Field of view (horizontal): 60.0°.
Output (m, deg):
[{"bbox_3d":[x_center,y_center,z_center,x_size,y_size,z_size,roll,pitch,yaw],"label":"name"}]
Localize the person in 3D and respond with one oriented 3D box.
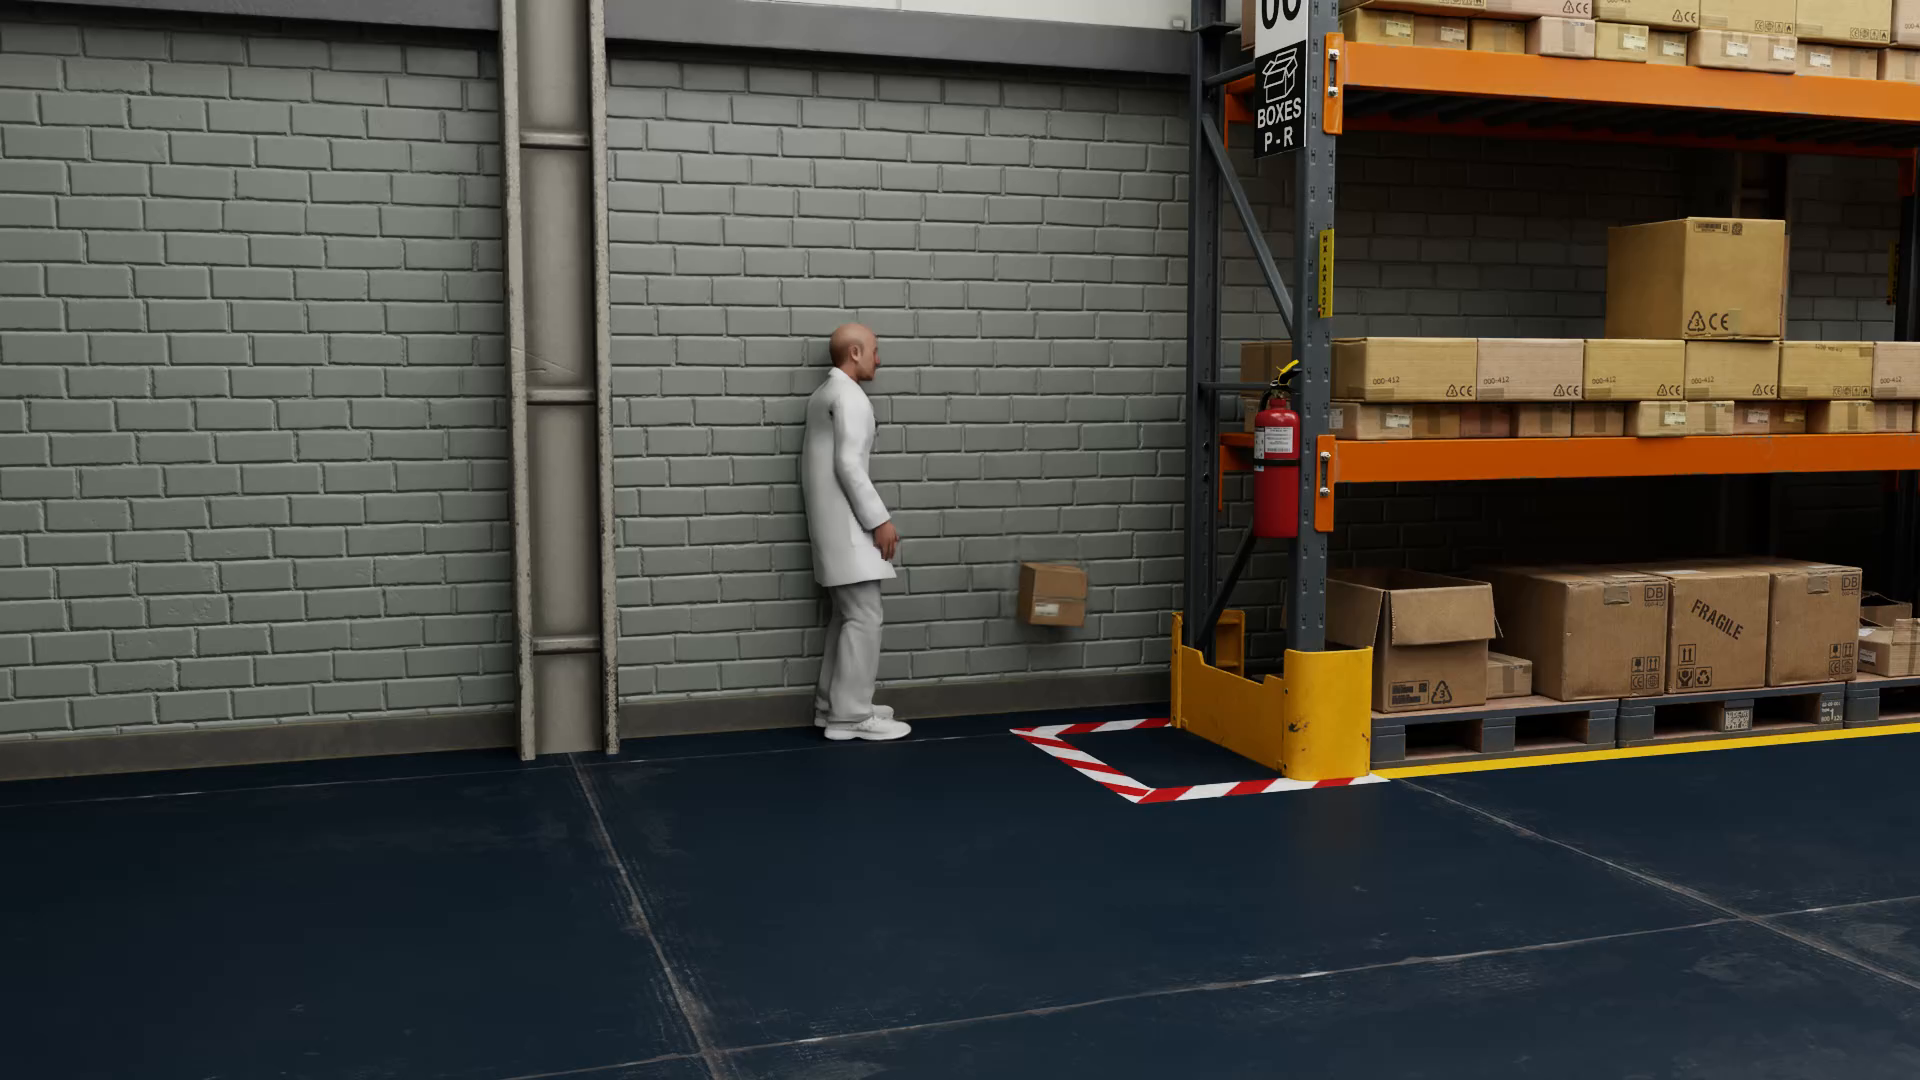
[{"bbox_3d":[-0.469,-0.048,7.227,0.424,1.778,0.589,-1,6,-14],"label":"person"}]
